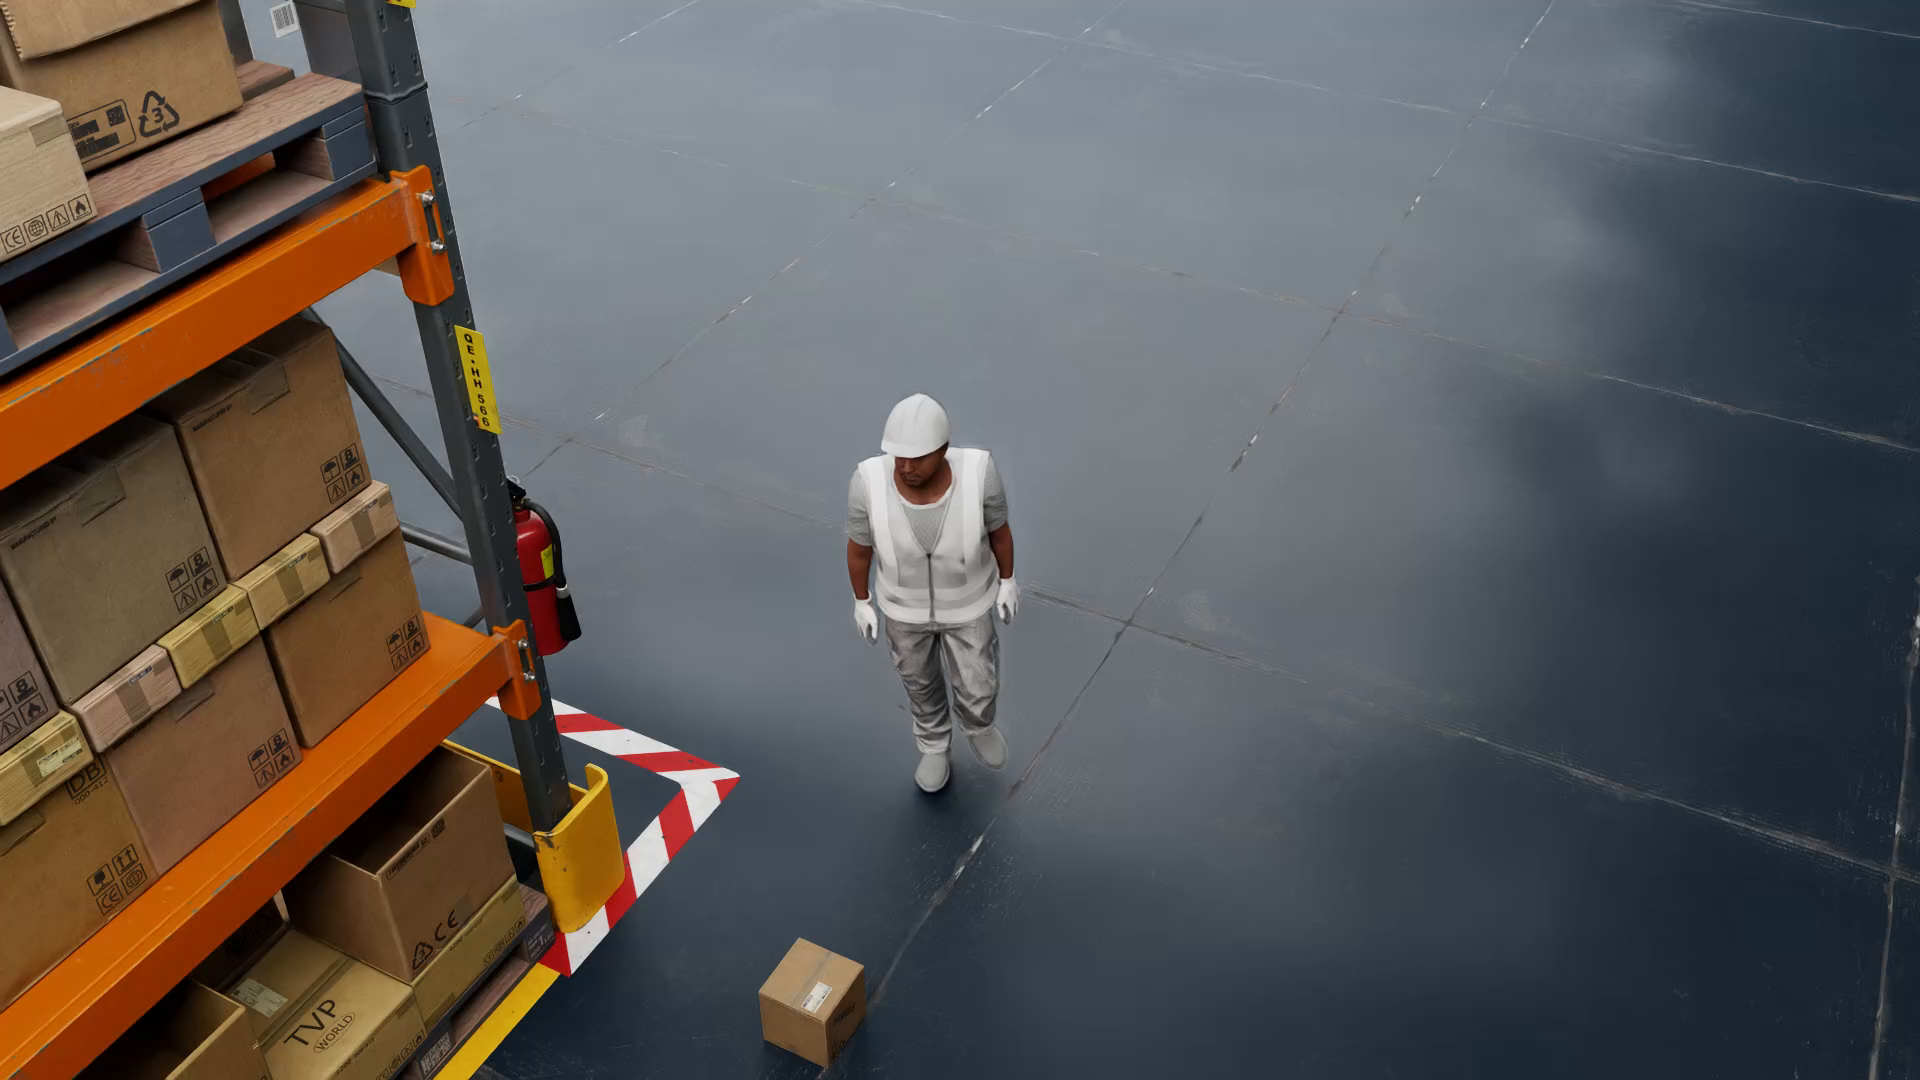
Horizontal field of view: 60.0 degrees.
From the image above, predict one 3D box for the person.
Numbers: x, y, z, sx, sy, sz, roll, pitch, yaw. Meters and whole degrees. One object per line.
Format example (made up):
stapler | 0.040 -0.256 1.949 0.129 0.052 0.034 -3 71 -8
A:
person | -0.092 0.212 5.835 0.598 1.771 0.482 2 38 3
